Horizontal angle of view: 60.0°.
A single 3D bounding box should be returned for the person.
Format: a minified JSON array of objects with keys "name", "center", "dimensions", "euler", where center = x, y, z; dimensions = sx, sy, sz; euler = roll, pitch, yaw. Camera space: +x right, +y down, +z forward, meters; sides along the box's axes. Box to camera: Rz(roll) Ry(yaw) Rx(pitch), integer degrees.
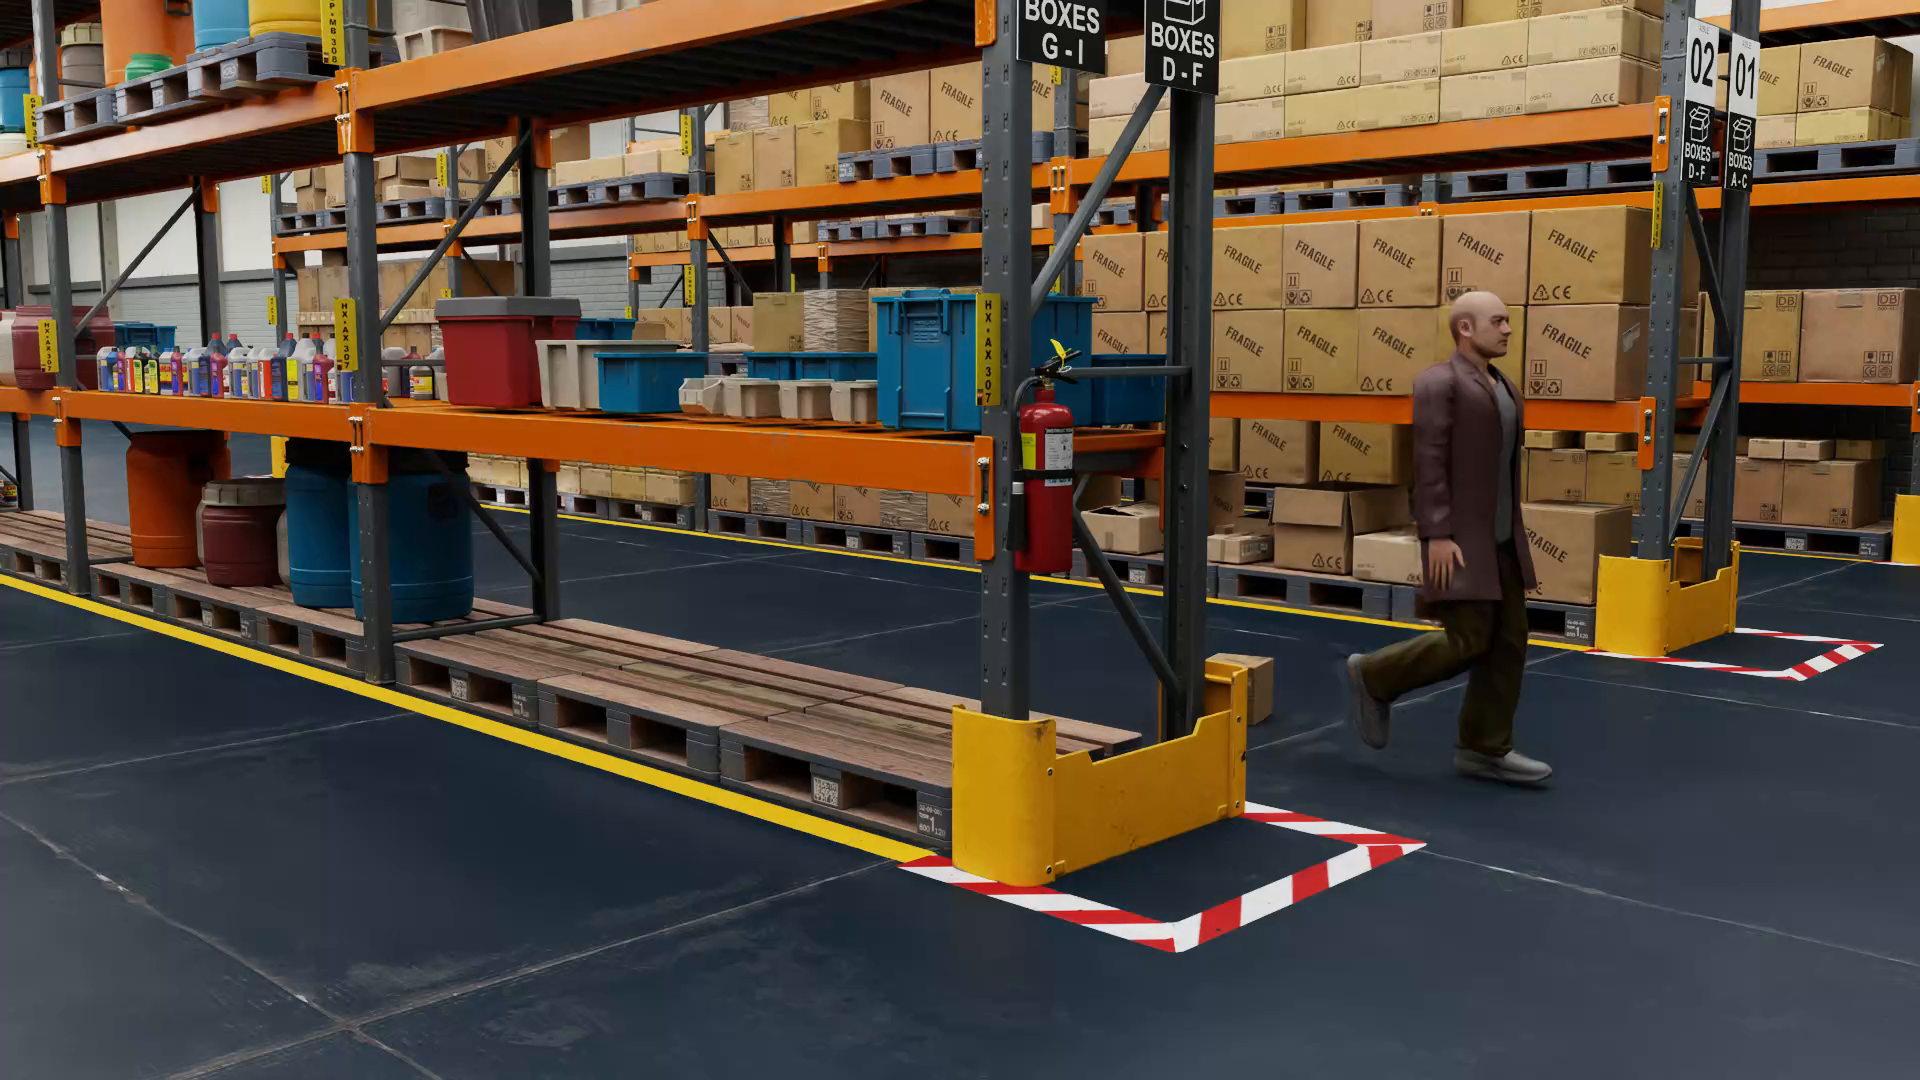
[{"name":"person","center":[1.817,-0.019,6.077],"dimensions":[0.621,1.762,0.715],"euler":[-6,9,-40]}]
